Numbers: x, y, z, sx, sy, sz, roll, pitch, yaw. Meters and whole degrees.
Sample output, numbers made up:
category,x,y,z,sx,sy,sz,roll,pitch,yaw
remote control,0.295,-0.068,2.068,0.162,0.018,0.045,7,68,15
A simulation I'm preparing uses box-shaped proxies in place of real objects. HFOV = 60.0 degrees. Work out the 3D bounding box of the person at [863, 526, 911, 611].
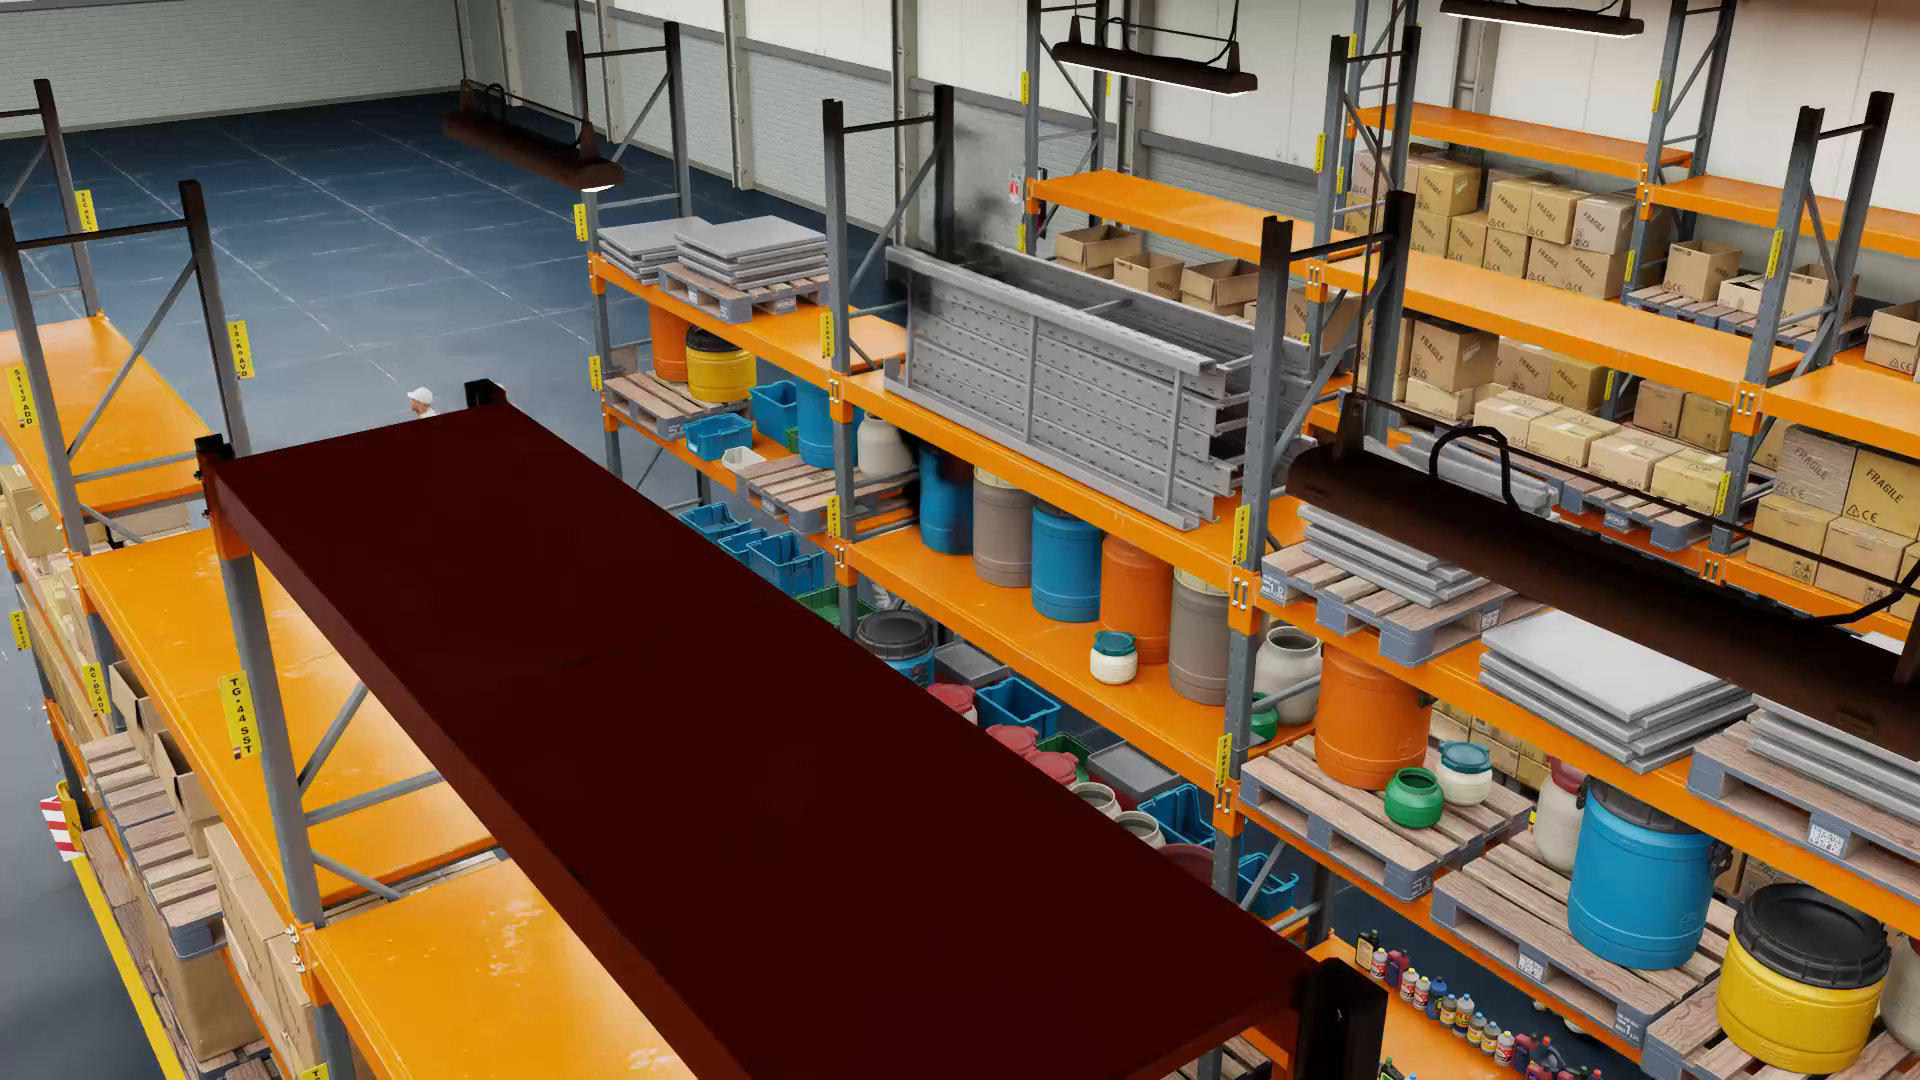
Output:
category,x,y,z,sx,sy,sz,roll,pitch,yaw
person,-0.773,-0.060,16.367,0.648,1.841,0.662,22,33,39

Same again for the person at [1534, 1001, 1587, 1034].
category,x,y,z,sx,sy,sz,roll,pitch,yaw
person,4.165,2.612,11.349,0.787,1.687,0.527,20,31,36

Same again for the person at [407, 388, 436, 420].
category,x,y,z,sx,sy,sz,roll,pitch,yaw
person,-6.007,-0.885,18.832,0.848,1.748,0.669,-6,25,-13
